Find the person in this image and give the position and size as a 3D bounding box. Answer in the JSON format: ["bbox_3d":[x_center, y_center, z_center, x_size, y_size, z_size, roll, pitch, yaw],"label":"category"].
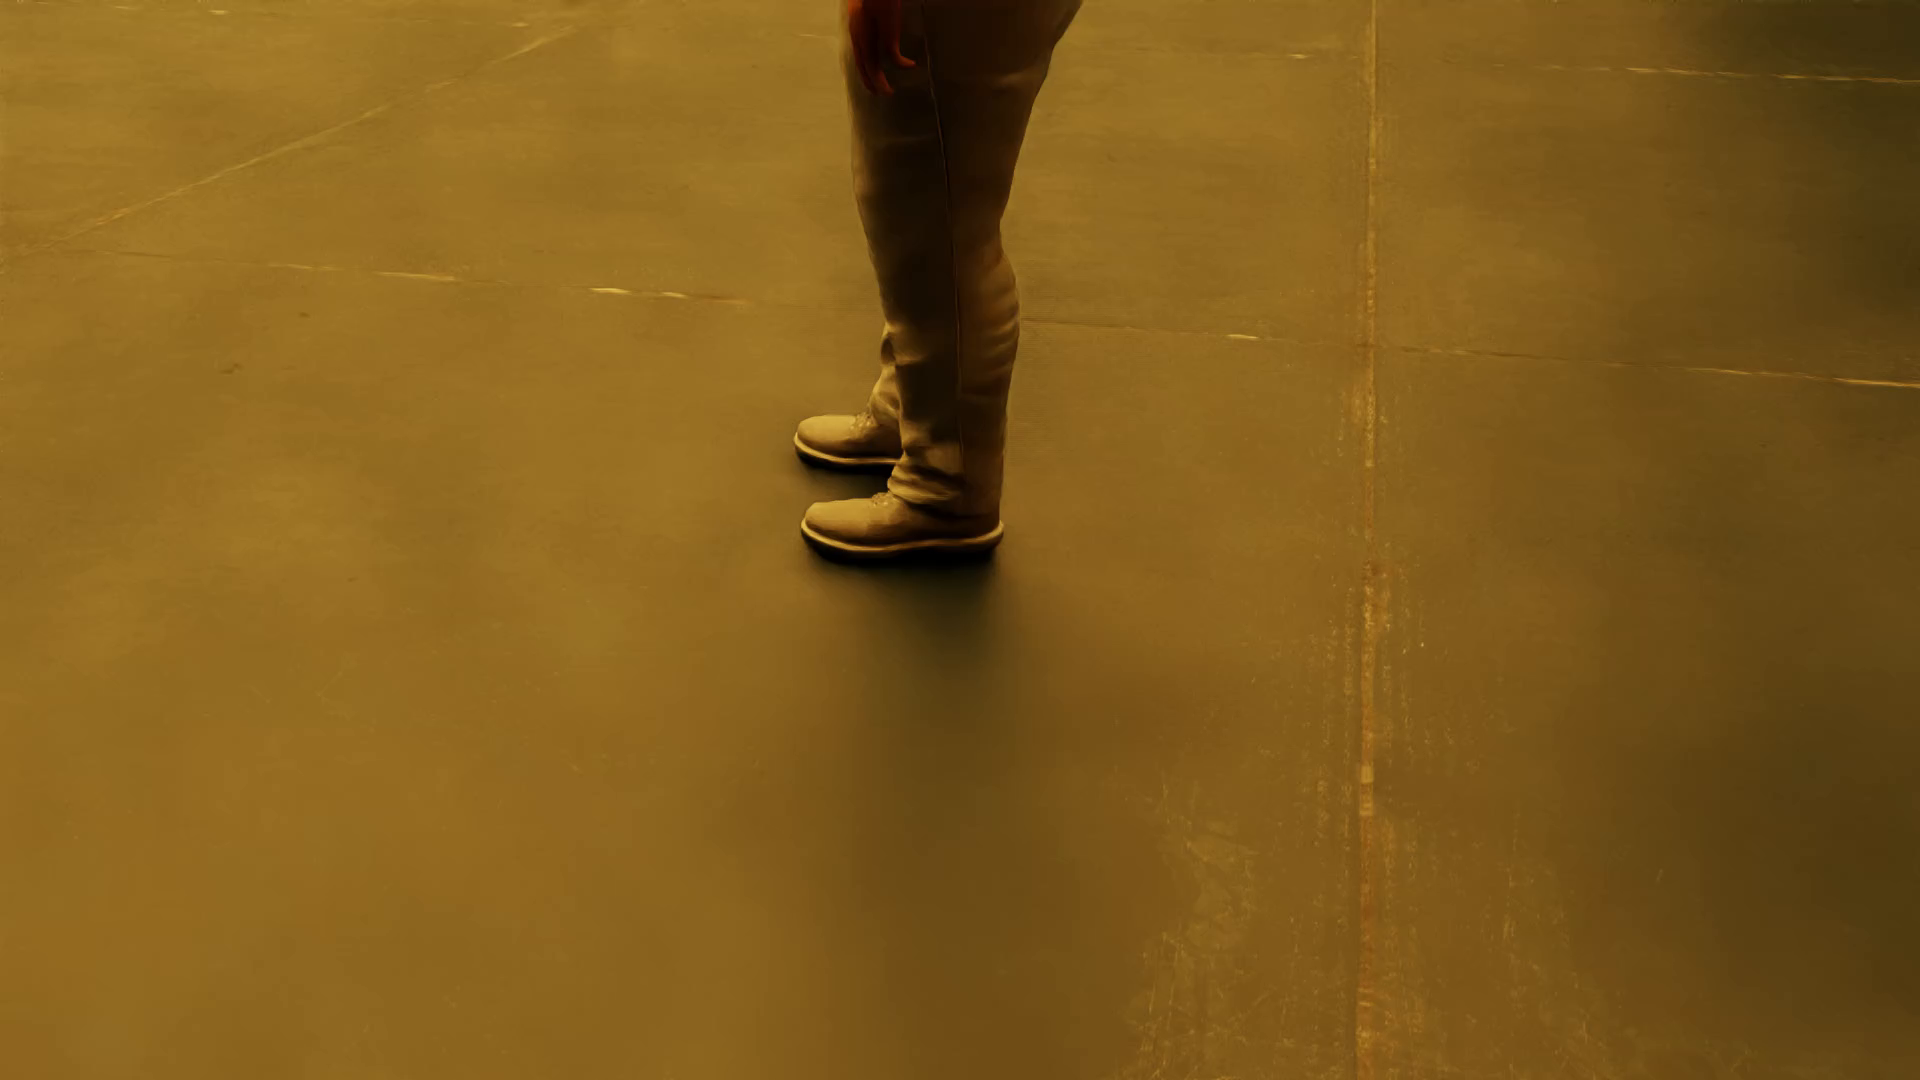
[{"bbox_3d":[-0.070,-0.768,2.156,0.529,1.669,0.598,6,27,11],"label":"person"}]
